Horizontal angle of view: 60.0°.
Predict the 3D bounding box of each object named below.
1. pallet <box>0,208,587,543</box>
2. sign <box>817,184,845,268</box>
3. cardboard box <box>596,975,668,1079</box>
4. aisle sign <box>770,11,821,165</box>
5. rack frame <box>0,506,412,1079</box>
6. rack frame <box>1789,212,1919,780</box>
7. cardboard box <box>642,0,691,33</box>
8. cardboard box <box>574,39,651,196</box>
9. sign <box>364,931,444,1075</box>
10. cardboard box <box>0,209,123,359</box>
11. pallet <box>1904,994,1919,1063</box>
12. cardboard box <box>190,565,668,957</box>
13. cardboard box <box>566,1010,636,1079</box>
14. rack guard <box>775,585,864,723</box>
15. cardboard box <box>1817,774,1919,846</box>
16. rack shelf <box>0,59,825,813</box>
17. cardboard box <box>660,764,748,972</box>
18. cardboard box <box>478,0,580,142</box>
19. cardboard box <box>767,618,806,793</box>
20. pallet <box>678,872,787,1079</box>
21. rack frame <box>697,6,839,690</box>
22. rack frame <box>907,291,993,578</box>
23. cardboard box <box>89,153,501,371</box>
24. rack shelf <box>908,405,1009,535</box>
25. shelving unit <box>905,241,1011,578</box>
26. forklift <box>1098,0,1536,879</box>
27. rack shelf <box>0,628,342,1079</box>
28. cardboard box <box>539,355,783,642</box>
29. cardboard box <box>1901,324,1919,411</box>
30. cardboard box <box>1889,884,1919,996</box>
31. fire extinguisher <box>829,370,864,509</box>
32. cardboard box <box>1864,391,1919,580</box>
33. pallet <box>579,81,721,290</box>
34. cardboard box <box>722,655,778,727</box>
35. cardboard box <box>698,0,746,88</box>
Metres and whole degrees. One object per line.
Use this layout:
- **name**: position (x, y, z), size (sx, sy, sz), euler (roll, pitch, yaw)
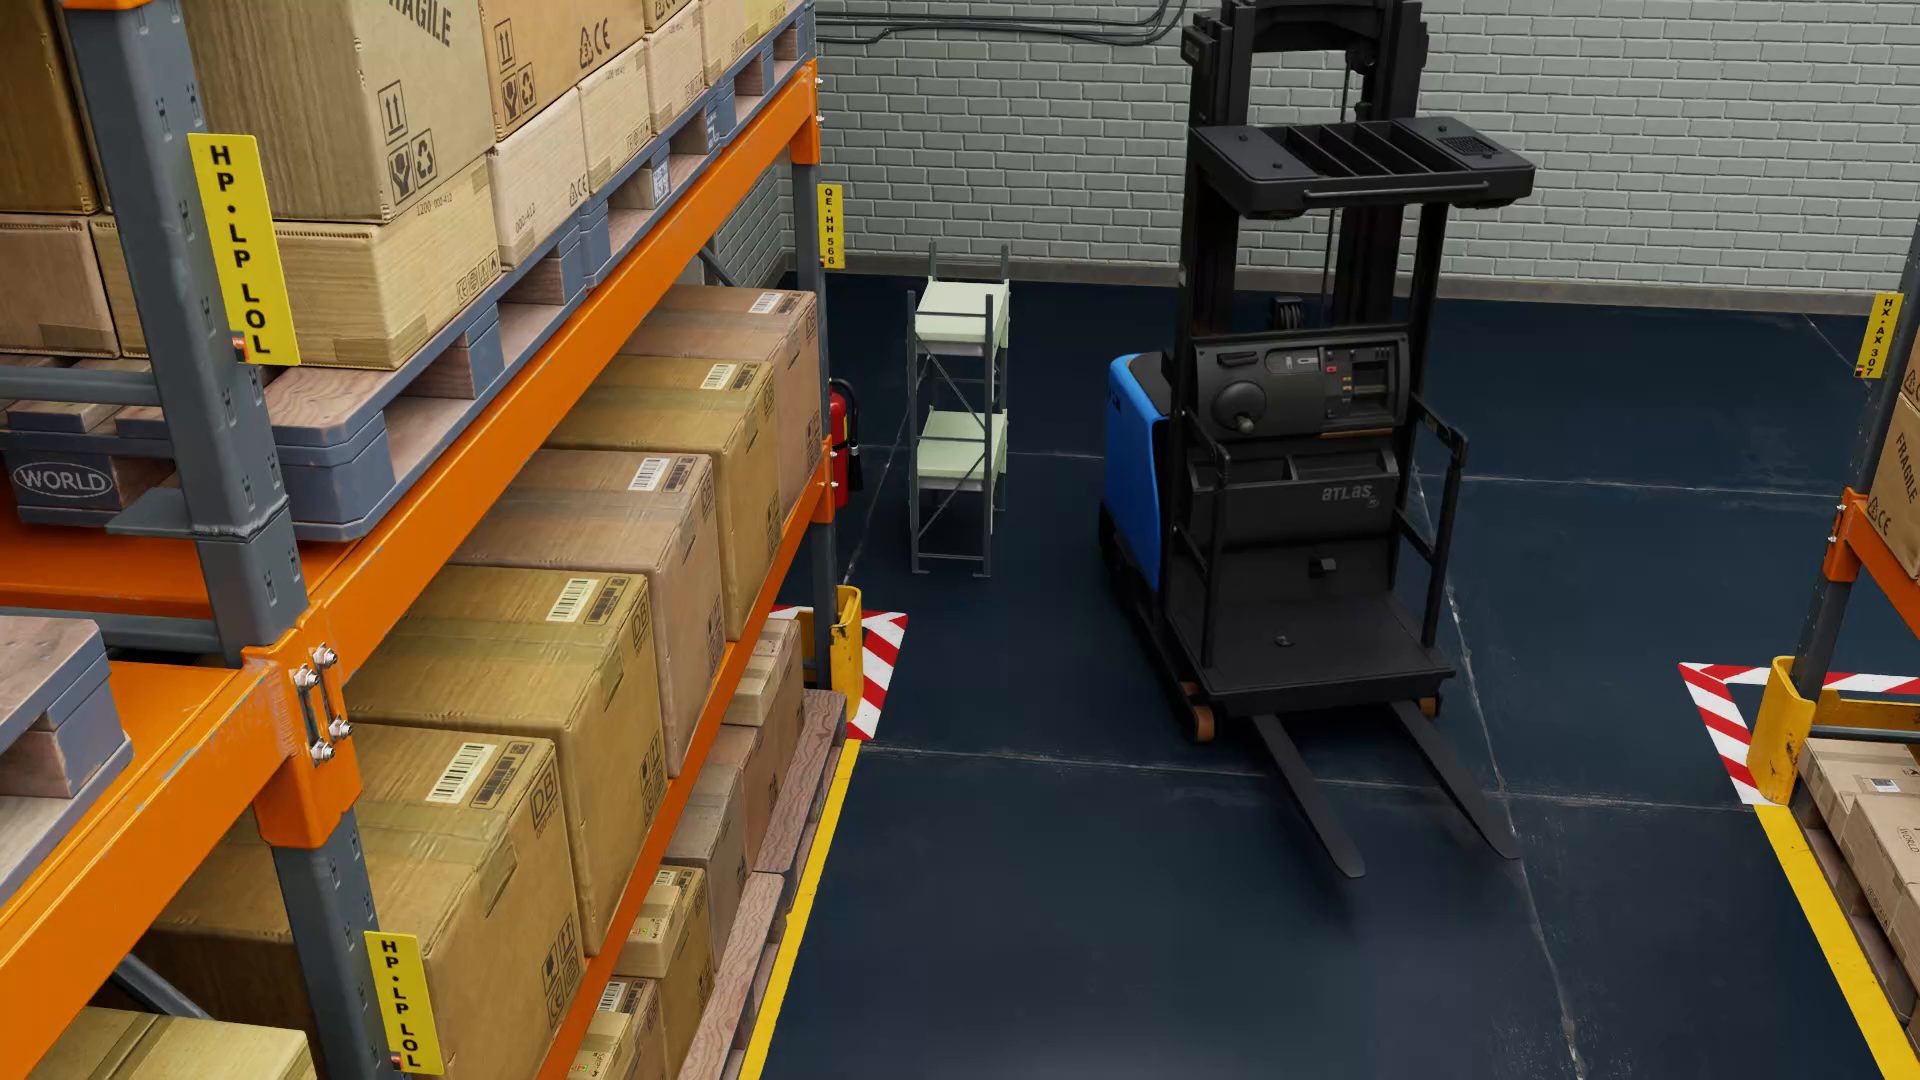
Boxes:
- **pallet**: position (-1.410, -0.399, 3.259), size (1.003, 0.211, 1.213), euler (3, 28, 6)
- **sign**: position (-0.494, -1.192, 6.329), size (0.100, 0.325, 0.005), euler (3, 28, 6)
- **cardboard box**: position (-1.263, 1.600, 4.810), size (0.700, 0.500, 0.500), euler (3, 28, 6)
- **aisle sign**: position (-0.724, -1.777, 6.145), size (0.394, 0.787, 0.004), euler (3, 28, 6)
- **rack frame**: position (-1.521, 1.267, 3.236), size (1.000, 3.000, 0.127), euler (3, 28, 6)
- **rack frame**: position (3.886, -0.330, 6.200), size (1.000, 3.000, 0.127), euler (3, 28, 6)
- **cardboard box**: position (-0.977, -1.588, 4.192), size (0.500, 0.500, 0.500), euler (2, 28, 4)
- **cardboard box**: position (-1.042, -1.007, 3.905), size (0.500, 0.250, 0.500), euler (3, 28, 5)
- **sign**: position (-0.981, 0.819, 2.930), size (0.100, 0.325, 0.005), euler (3, 28, 6)
- **cardboard box**: position (-1.670, -0.552, 3.060), size (0.500, 0.250, 0.500), euler (4, 29, 7)
- **pallet**: position (3.628, 1.882, 5.035), size (1.003, 0.211, 1.213), euler (3, 28, 6)
- **cardboard box**: position (-1.343, 0.537, 4.274), size (0.980, 0.700, 0.700), euler (3, 28, 5)
- **cardboard box**: position (-1.104, 1.400, 4.497), size (0.380, 0.149, 0.250), euler (4, 29, 8)
- **rack guard**: position (-1.028, 0.473, 7.345), size (1.175, 0.500, 0.348), euler (3, 28, 6)
- **cardboard box**: position (3.463, 1.019, 6.220), size (0.380, 0.166, 0.250), euler (3, 28, 6)
- **rack shelf**: position (-1.276, -0.678, 4.443), size (1.077, 0.370, 4.000), euler (3, 28, 6)
- **cardboard box**: position (-1.140, 1.107, 5.725), size (0.700, 0.500, 0.500), euler (2, 28, 5)
- **cardboard box**: position (-1.098, -1.108, 3.301), size (0.500, 0.500, 0.500), euler (3, 28, 5)
- **cardboard box**: position (-1.017, 0.635, 6.602), size (0.700, 0.500, 0.500), euler (3, 28, 6)
- **pallet**: position (-1.203, 1.565, 5.622), size (1.003, 0.211, 1.213), euler (3, 28, 6)
- **rack frame**: position (-1.031, -0.616, 6.731), size (1.000, 3.000, 0.127), euler (3, 28, 6)
- **rack frame**: position (-0.046, -0.485, 8.069), size (0.400, 1.500, 0.023), euler (3, 28, 6)
- **cardboard box**: position (-1.175, -0.527, 3.012), size (0.500, 0.250, 0.500), euler (3, 28, 6)
- **rack shelf**: position (-0.001, -0.370, 8.543), size (0.431, 0.370, 0.720), euler (3, 28, 6)
- **shelving unit**: position (-0.001, -0.657, 8.388), size (0.431, 1.500, 0.755), euler (3, 28, 6)
- **forklift**: position (1.477, -0.607, 6.787), size (1.130, 2.935, 3.031), euler (-5, 29, -9)
- **rack shelf**: position (-1.766, 1.204, 0.948), size (1.077, 0.370, 4.000), euler (3, 28, 6)
- **cardboard box**: position (-1.161, -0.164, 5.576), size (0.980, 0.700, 0.700), euler (3, 28, 6)
- **cardboard box**: position (3.570, -0.621, 5.580), size (0.500, 0.500, 0.500), euler (4, 29, 8)
- **cardboard box**: position (3.415, 1.397, 5.429), size (0.500, 0.250, 0.500), euler (3, 28, 6)
- **fire extinguisher**: position (-0.554, -0.462, 6.920), size (0.296, 0.674, 0.183), euler (3, 28, 6)
- **cardboard box**: position (3.570, -0.180, 5.817), size (0.500, 0.500, 0.500), euler (4, 29, 7)
- **pallet**: position (-1.258, -0.972, 4.322), size (1.003, 0.211, 1.213), euler (3, 28, 6)
- **cardboard box**: position (-0.883, 0.541, 6.093), size (0.380, 0.149, 0.250), euler (4, 29, 8)
- **cardboard box**: position (-0.920, -1.494, 4.808), size (0.500, 0.250, 0.500), euler (2, 28, 4)
